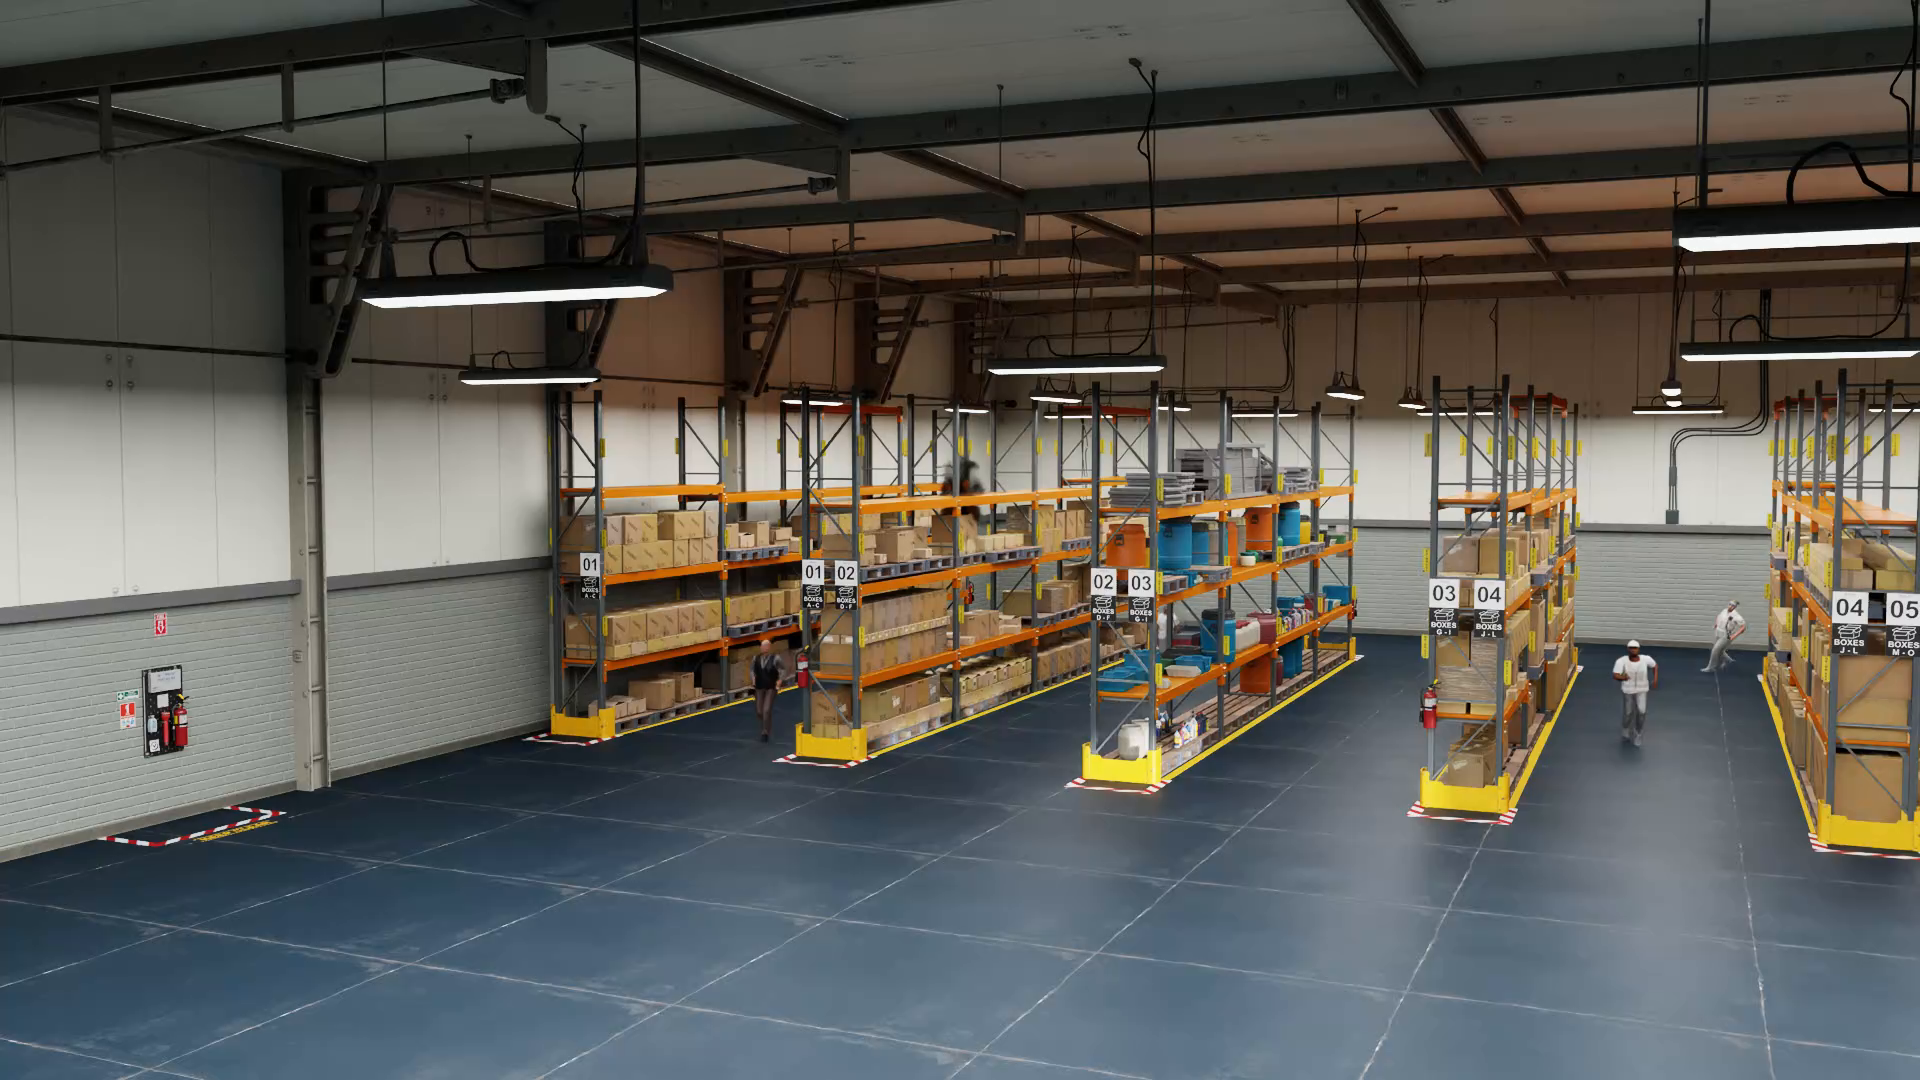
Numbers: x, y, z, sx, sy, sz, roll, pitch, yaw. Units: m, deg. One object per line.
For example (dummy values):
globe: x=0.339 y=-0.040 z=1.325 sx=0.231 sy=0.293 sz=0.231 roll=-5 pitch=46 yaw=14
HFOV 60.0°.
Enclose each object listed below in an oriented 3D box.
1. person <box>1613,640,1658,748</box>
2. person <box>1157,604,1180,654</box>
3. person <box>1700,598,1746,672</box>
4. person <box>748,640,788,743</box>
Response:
person: x=11.377 y=2.576 z=28.019 sx=0.710 sy=1.798 sz=0.889 roll=1 pitch=3 yaw=21
person: x=4.543 y=2.167 z=36.521 sx=0.577 sy=1.680 sz=0.711 roll=1 pitch=3 yaw=13
person: x=17.017 y=2.120 z=36.986 sx=0.831 sy=1.683 sz=0.867 roll=-1 pitch=3 yaw=-12
person: x=-3.310 y=2.575 z=28.616 sx=0.685 sy=1.722 sz=0.771 roll=1 pitch=3 yaw=13
